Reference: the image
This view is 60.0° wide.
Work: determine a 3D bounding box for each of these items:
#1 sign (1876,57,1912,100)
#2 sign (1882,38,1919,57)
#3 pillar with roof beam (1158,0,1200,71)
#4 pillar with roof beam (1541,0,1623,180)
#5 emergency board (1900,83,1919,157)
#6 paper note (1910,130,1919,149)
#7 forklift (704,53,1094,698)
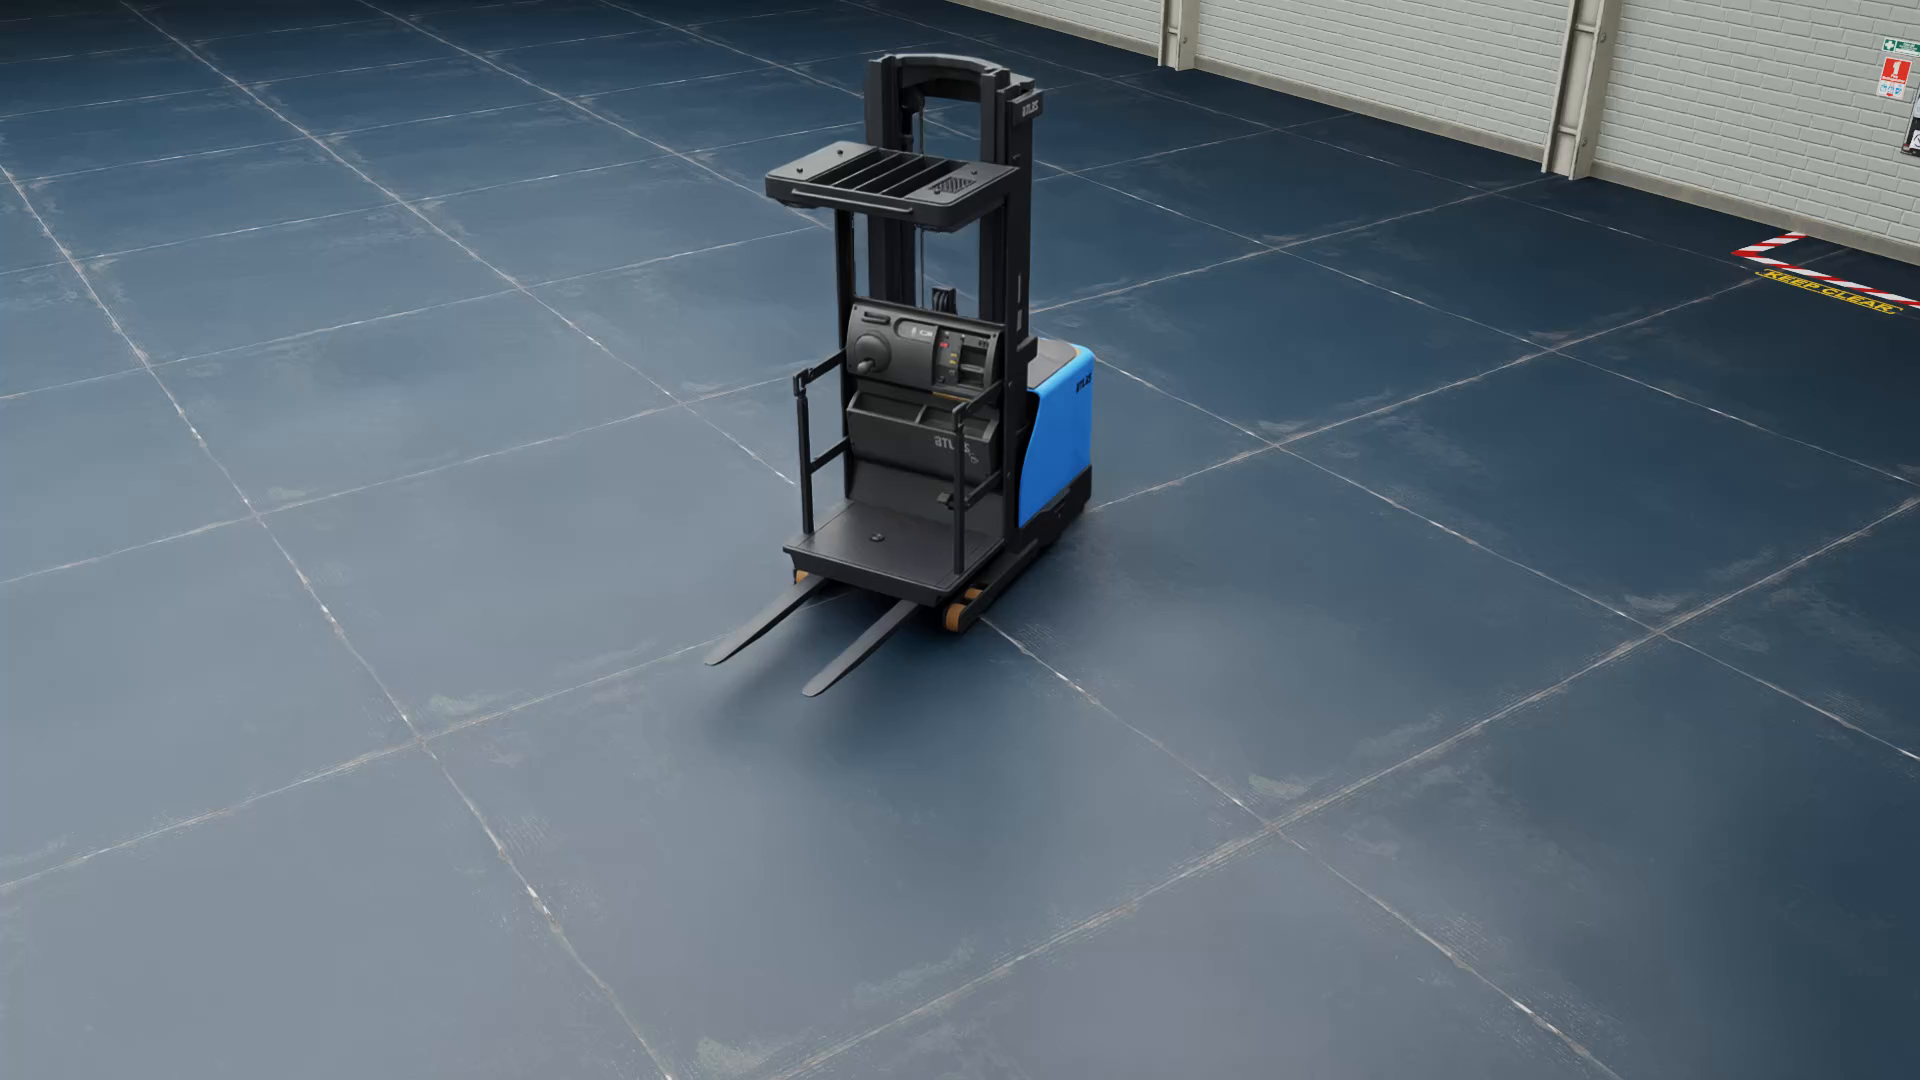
[{"bbox_3d":[8.127,-4.019,14.471,0.001,0.329,0.234,-19,34,-31],"label":"sign"},{"bbox_3d":[8.123,-4.248,14.336,0.001,0.109,0.331,-19,34,-31],"label":"sign"},{"bbox_3d":[-0.701,-8.899,17.206,9.100,9.000,0.400,-19,34,-31],"label":"pillar with roof beam"},{"bbox_3d":[2.779,-6.566,12.911,9.100,9.000,0.400,-19,34,-31],"label":"pillar with roof beam"},{"bbox_3d":[8.374,-3.769,14.046,0.157,1.169,0.626,-19,34,-31],"label":"emergency board"},{"bbox_3d":[8.318,-3.461,14.403,0.016,0.148,0.142,-19,34,-31],"label":"paper note"},{"bbox_3d":[-0.313,-1.015,9.047,1.130,2.935,3.031,15,32,25],"label":"forklift"}]
